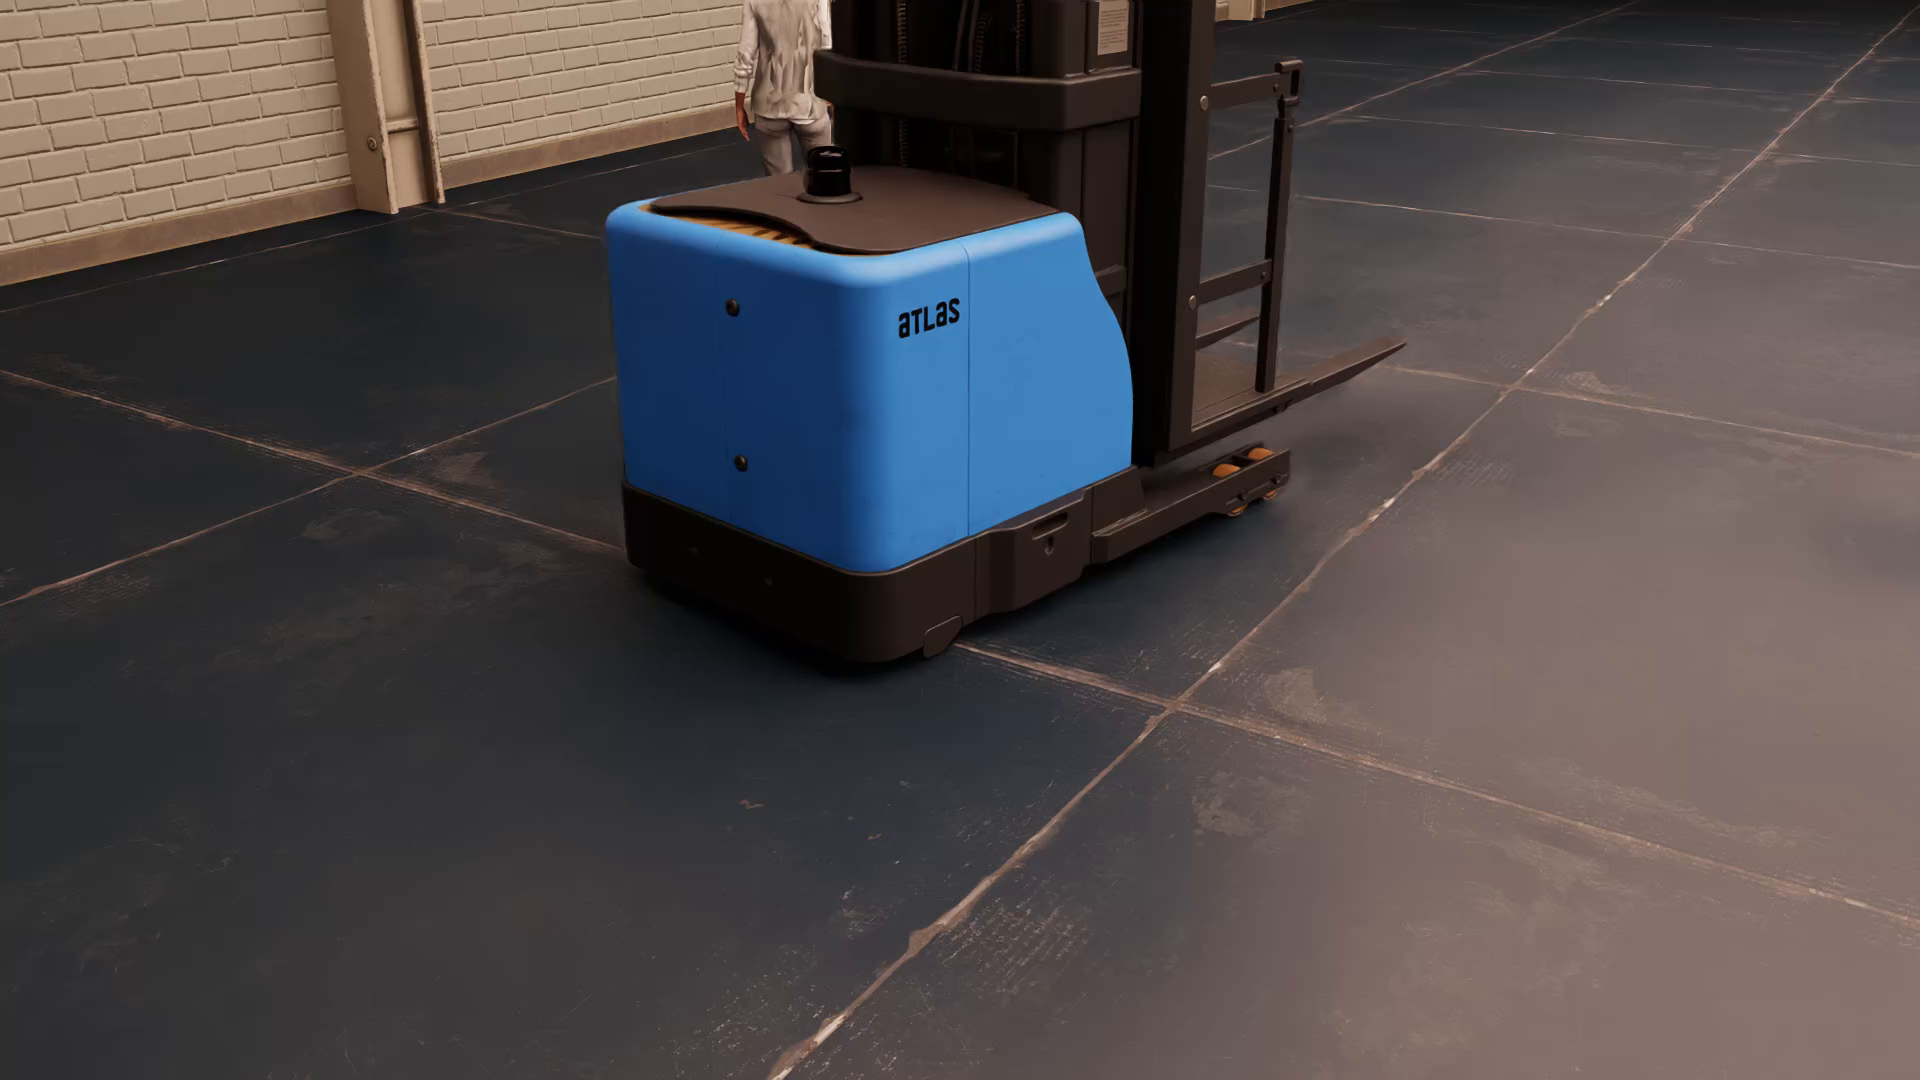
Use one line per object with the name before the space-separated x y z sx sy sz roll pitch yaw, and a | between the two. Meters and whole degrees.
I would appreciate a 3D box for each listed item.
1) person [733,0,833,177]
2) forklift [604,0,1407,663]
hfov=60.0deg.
person | -0.767 -1.940 7.522 0.520 1.597 0.474 -5 24 -12
forklift | 0.412 -1.538 4.907 1.130 2.935 3.031 20 30 38
